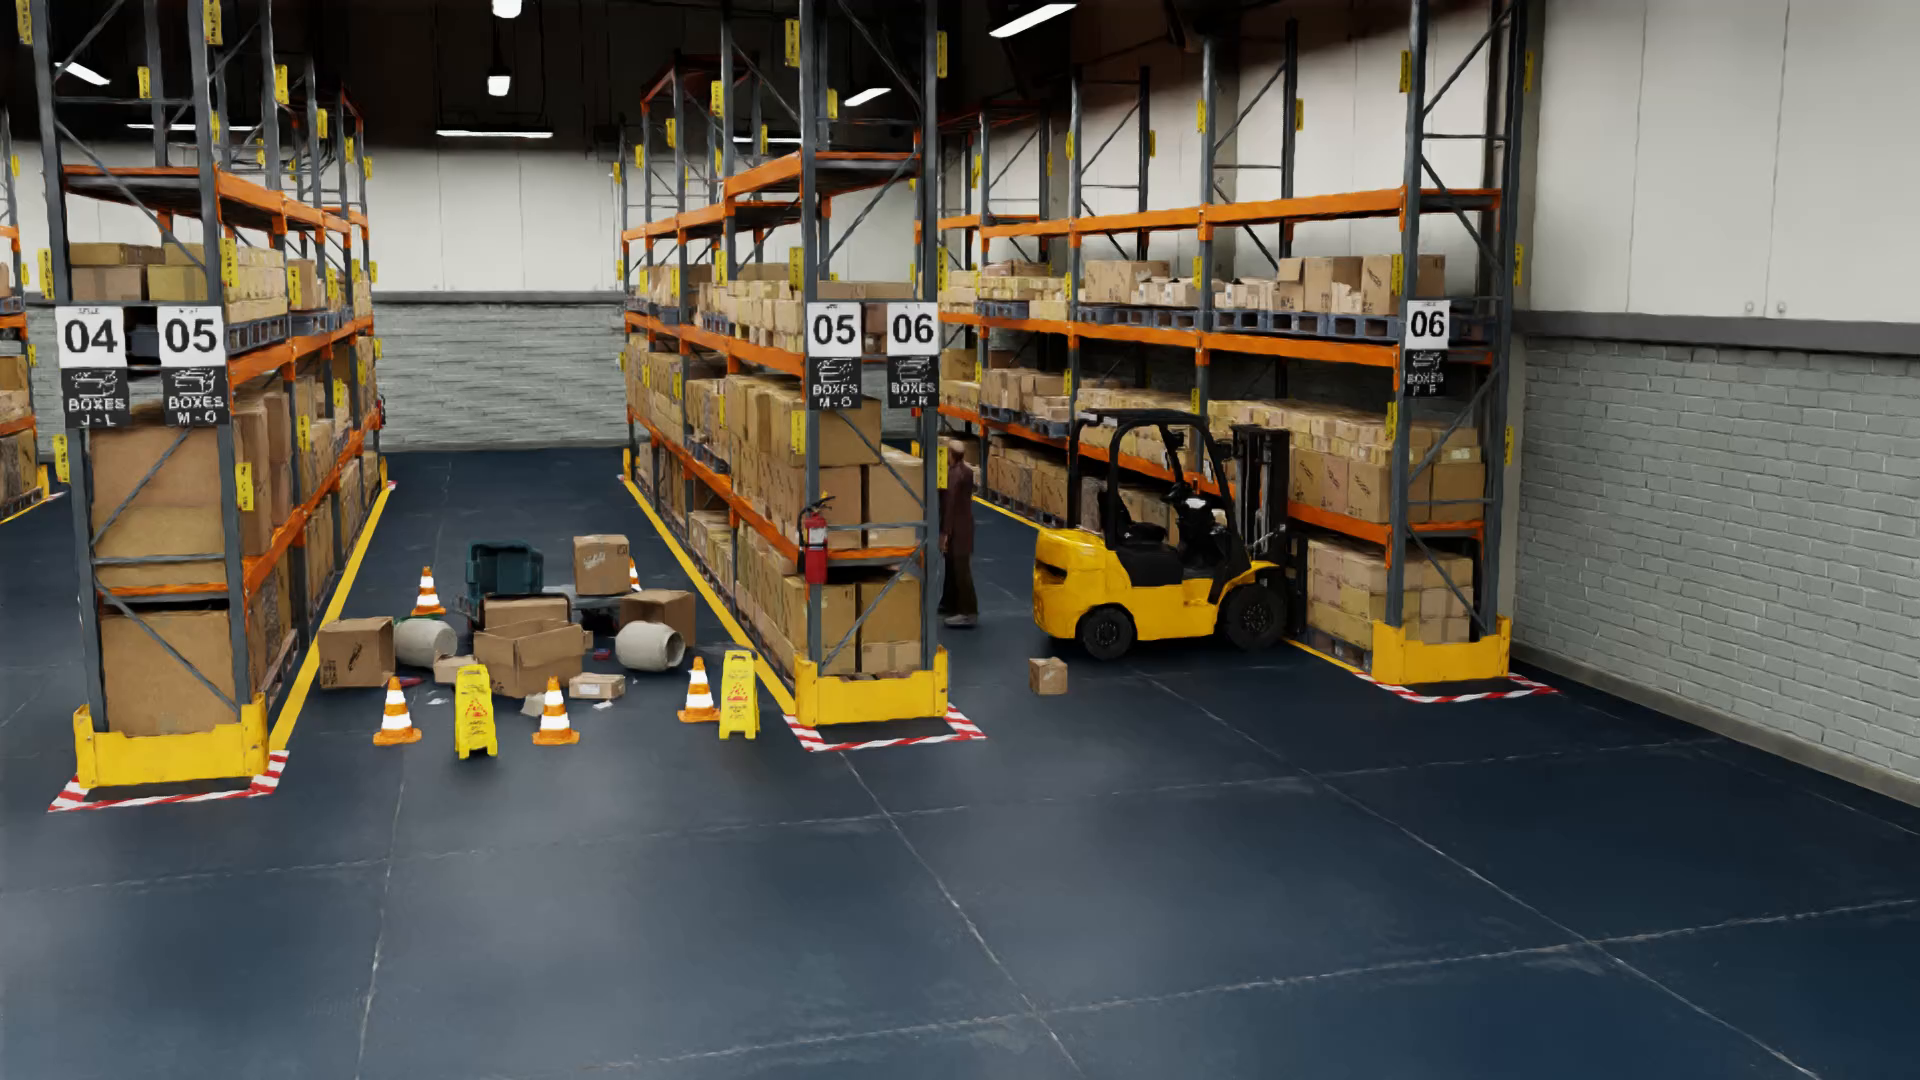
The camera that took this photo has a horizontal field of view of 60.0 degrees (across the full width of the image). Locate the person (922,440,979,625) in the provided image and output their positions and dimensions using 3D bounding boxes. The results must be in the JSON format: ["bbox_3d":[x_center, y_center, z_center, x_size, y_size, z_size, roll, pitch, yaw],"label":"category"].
[{"bbox_3d":[-0.097,-0.094,16.326,0.624,1.777,0.675,2,9,13],"label":"person"}]
